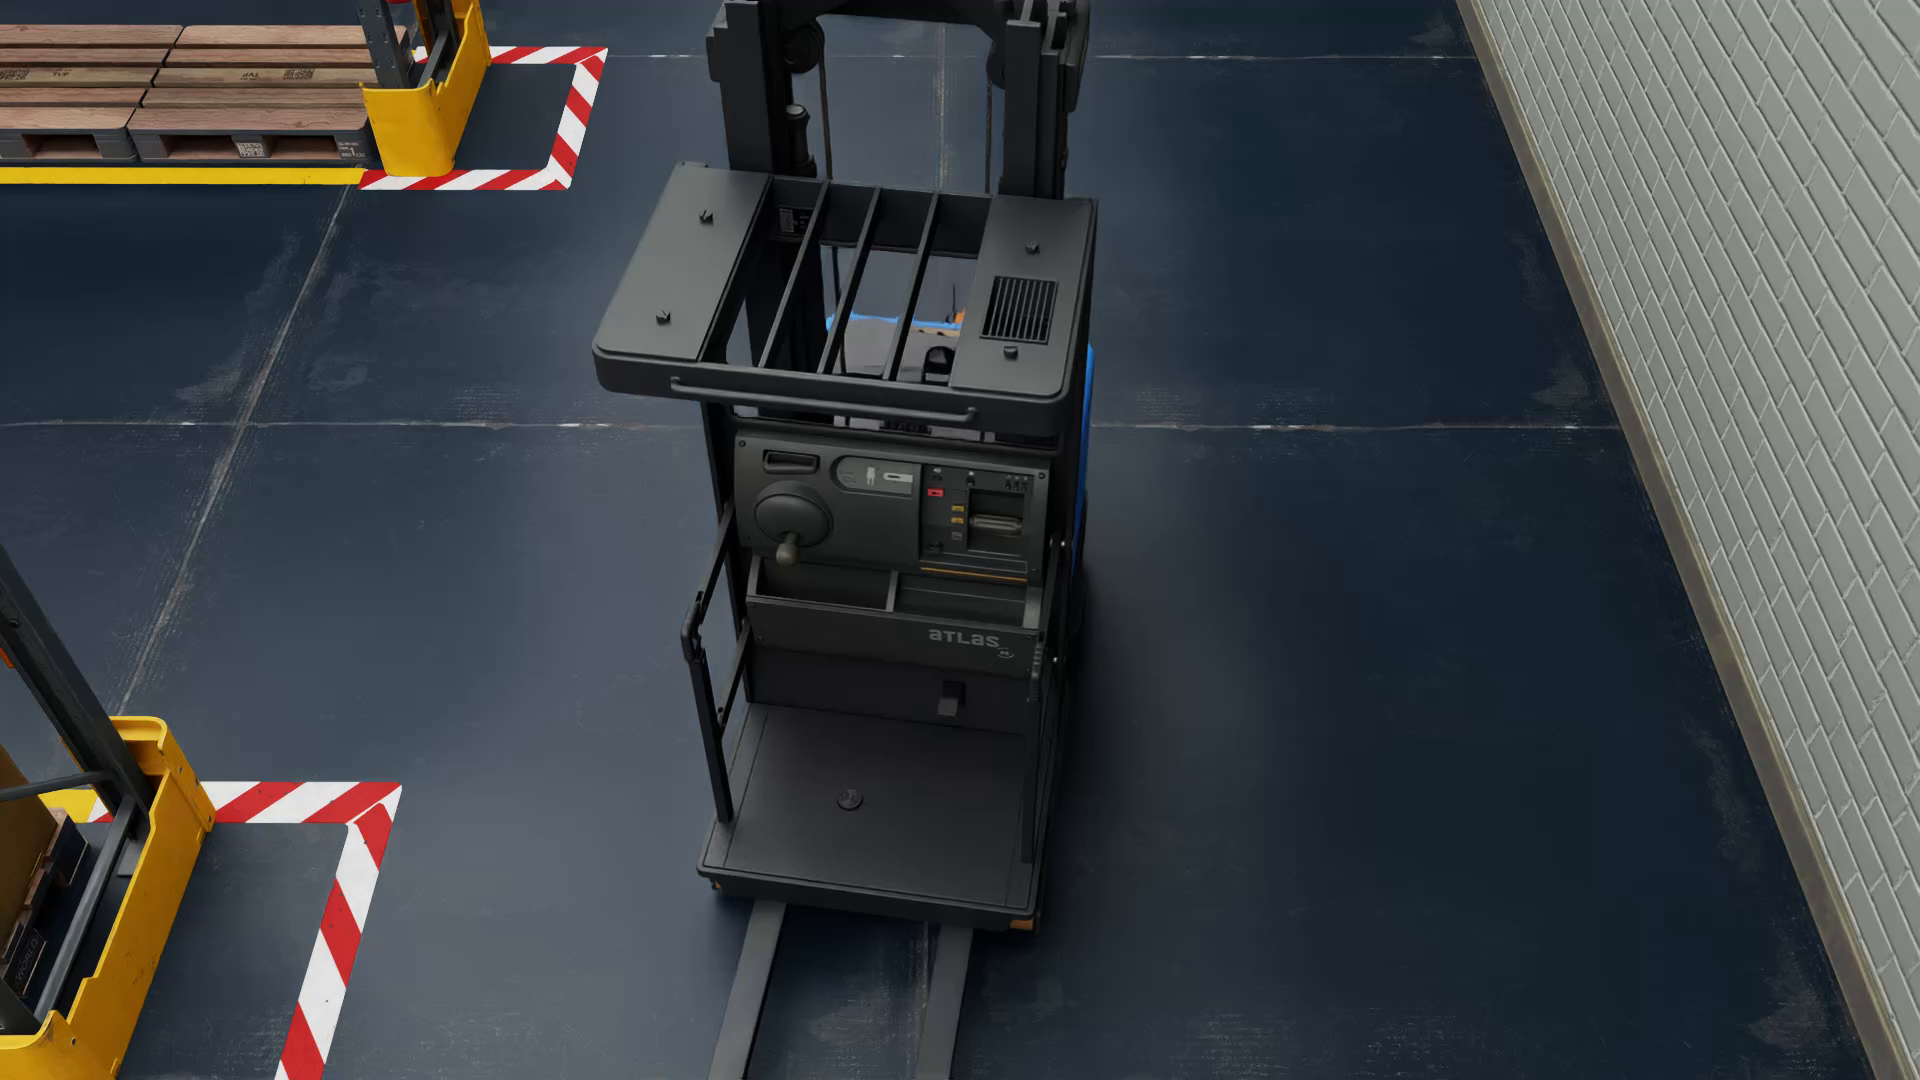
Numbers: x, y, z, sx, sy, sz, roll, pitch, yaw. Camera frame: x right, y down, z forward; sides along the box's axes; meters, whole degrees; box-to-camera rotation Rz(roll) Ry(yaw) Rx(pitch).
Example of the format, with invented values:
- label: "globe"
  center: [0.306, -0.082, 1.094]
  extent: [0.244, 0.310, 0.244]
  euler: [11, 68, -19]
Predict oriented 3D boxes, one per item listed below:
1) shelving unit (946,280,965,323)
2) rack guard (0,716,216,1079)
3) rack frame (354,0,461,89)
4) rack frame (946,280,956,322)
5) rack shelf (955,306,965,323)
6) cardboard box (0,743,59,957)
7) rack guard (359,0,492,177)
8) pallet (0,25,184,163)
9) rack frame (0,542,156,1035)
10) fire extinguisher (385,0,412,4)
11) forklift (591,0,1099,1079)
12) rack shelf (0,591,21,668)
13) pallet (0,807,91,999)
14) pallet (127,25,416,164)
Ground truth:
- label: "shelving unit"
  center: [0.088, -0.527, 6.523]
  extent: [0.252, 1.050, 0.215]
  euler: [6, 47, 6]
- label: "rack guard"
  center: [-2.789, 1.186, 5.305]
  extent: [0.348, 0.500, 1.175]
  euler: [0, 47, 0]
- label: "rack frame"
  center: [-2.794, -3.292, 7.764]
  extent: [0.127, 3.000, 1.000]
  euler: [0, 47, 0]
- label: "rack frame"
  center: [-0.033, -0.540, 6.535]
  extent: [0.008, 1.050, 0.200]
  euler: [6, 47, 6]
- label: "rack shelf"
  center: [0.088, -0.713, 6.323]
  extent: [0.240, 0.259, 0.215]
  euler: [6, 47, 6]
- label: "cardboard box"
  center: [-3.453, 0.972, 4.961]
  extent: [0.875, 0.875, 0.875]
  euler: [0, 47, 0]
- label: "rack guard"
  center: [-2.770, -2.449, 8.688]
  extent: [0.348, 0.500, 1.175]
  euler: [0, 47, 0]
- label: "pallet"
  center: [-4.836, -2.378, 8.819]
  extent: [1.213, 0.211, 1.003]
  euler: [0, 47, 0]
- label: "rack frame"
  center: [-2.813, 0.334, 4.390]
  extent: [0.127, 3.000, 1.000]
  euler: [0, 47, 0]
- label: "fire extinguisher"
  center: [-2.645, -2.805, 7.619]
  extent: [0.183, 0.674, 0.296]
  euler: [0, 47, 0]
- label: "forklift"
  center: [-0.235, 0.010, 4.739]
  extent: [1.130, 2.935, 3.031]
  euler: [6, 47, 6]
- label: "rack shelf"
  center: [-4.813, 0.574, 4.658]
  extent: [4.000, 0.370, 1.077]
  euler: [0, 47, 0]
- label: "pallet"
  center: [-3.612, 1.339, 5.359]
  extent: [1.213, 0.211, 1.003]
  euler: [0, 47, 0]
- label: "pallet"
  center: [-3.619, -2.372, 8.814]
  extent: [1.213, 0.211, 1.003]
  euler: [0, 47, 0]
